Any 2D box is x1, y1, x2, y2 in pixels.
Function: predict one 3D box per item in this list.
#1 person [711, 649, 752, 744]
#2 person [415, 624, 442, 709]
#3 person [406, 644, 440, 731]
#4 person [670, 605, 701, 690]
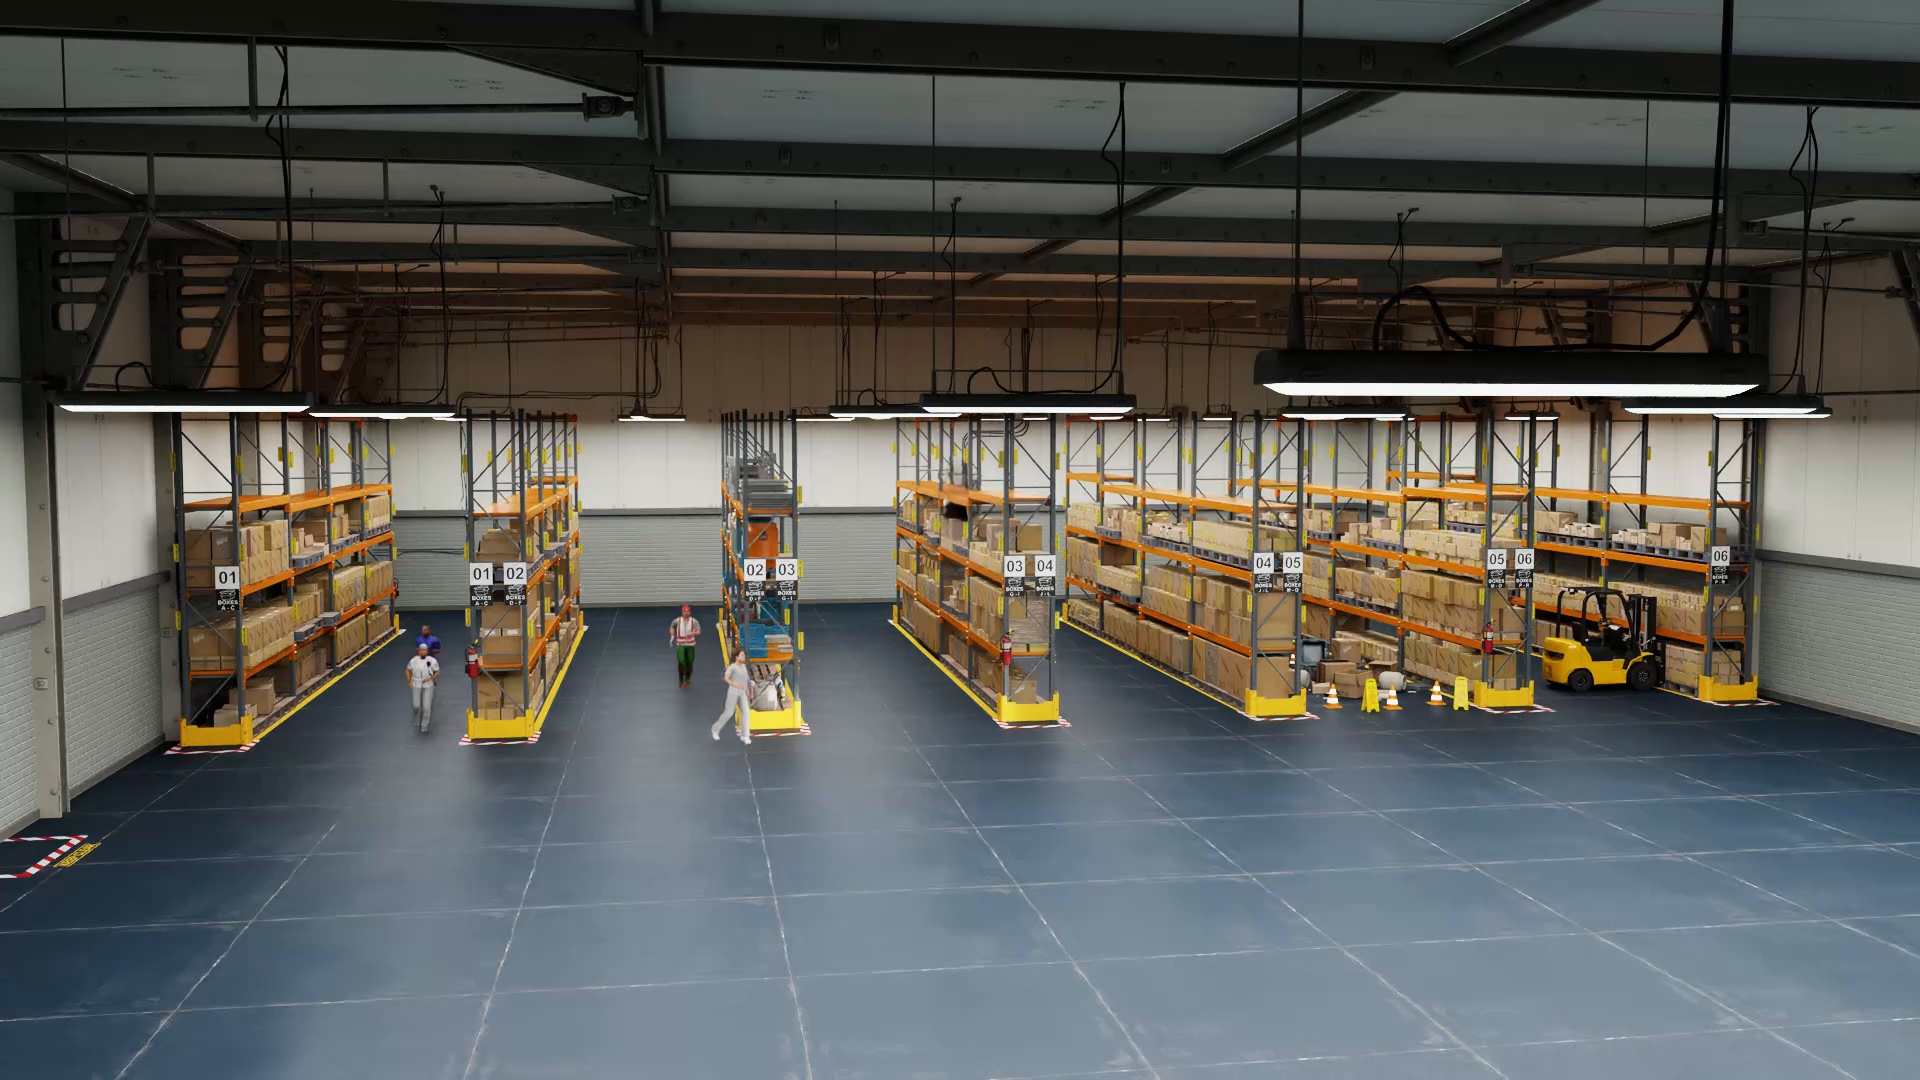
[{"bbox_3d":[-3.995,2.800,29.942,0.936,1.649,0.647,3,5,39],"label":"person"},{"bbox_3d":[-10.777,2.565,33.718,0.546,1.725,0.756,-1,4,-12],"label":"person"},{"bbox_3d":[-10.032,2.755,31.074,0.627,1.635,0.513,-1,4,-13],"label":"person"},{"bbox_3d":[-5.940,2.321,36.000,0.645,1.841,0.767,-1,4,-15],"label":"person"}]
